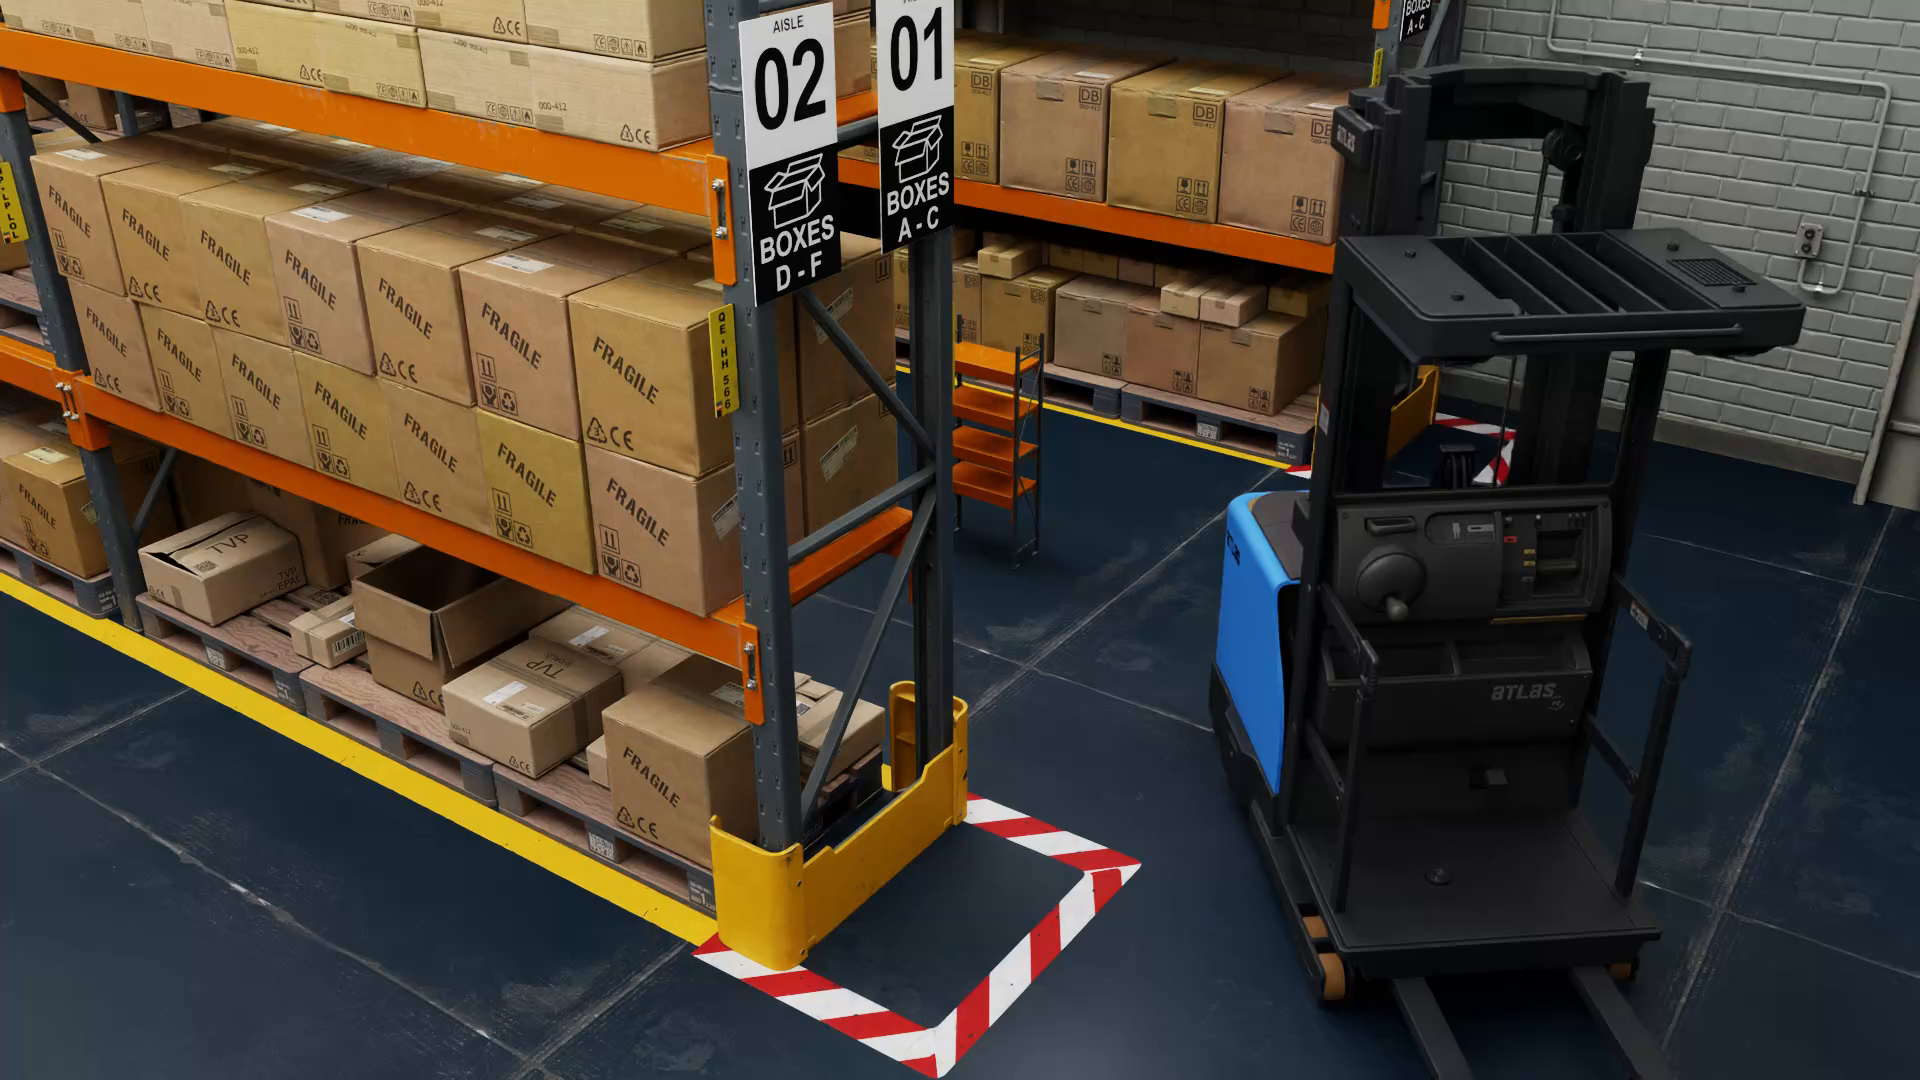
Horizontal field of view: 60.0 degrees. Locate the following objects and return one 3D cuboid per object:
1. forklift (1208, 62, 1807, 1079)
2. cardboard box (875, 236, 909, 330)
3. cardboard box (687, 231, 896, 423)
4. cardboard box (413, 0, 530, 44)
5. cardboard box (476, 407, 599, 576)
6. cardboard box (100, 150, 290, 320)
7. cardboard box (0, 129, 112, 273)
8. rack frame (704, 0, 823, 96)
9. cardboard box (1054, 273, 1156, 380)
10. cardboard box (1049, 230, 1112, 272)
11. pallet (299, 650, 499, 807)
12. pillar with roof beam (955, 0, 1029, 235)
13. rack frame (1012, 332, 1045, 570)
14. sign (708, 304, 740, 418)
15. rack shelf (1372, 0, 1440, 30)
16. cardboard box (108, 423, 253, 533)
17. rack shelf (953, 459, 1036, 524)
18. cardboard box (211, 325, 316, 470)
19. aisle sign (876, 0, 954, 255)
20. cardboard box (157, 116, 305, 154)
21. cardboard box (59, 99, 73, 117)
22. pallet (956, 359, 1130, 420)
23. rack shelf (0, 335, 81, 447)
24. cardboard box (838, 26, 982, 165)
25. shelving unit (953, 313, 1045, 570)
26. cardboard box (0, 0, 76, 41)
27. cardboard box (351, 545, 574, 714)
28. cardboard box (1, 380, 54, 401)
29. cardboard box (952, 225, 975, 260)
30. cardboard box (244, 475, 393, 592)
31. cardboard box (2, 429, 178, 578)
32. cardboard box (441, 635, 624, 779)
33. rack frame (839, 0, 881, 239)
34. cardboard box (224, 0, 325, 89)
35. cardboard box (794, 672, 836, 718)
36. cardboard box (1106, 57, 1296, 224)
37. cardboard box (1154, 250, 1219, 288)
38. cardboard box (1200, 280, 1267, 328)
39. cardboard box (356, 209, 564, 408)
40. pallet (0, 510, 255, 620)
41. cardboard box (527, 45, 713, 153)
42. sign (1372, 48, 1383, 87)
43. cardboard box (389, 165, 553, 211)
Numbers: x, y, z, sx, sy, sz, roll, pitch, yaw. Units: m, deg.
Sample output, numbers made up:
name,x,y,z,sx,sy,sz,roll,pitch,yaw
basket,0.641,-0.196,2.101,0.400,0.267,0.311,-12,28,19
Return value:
name,x,y,z,sx,sy,sz,roll,pitch,yaw
forklift,1.724,0.102,5.318,1.130,2.935,3.031,-2,27,-5
cardboard box,-0.292,-1.788,11.249,0.500,0.500,0.700,18,32,31
cardboard box,-0.572,-0.768,5.739,0.500,0.500,0.500,18,32,32
cardboard box,-1.335,-1.723,5.135,0.500,0.250,0.500,17,32,30
cardboard box,-1.308,-0.255,5.833,0.500,0.500,0.500,18,32,31
cardboard box,-2.998,-1.224,6.635,0.500,0.500,0.500,16,31,29
cardboard box,-4.519,-1.682,8.175,0.500,0.500,0.700,23,35,38
rack frame,-0.355,-2.739,4.210,0.127,3.000,1.000,17,32,30
cardboard box,0.985,-1.391,10.469,0.500,0.500,0.700,16,31,29
cardboard box,0.775,-1.855,10.667,0.250,0.149,0.380,17,31,29
pallet,-2.077,0.640,7.259,1.213,0.211,1.003,17,32,30
pillar with roof beam,-2.221,-4.153,6.989,0.400,9.000,9.100,17,32,30
rack frame,0.338,-0.430,8.271,0.015,1.200,0.240,17,32,30
sign,-0.686,-0.520,4.839,0.005,0.325,0.100,17,32,30
rack shelf,0.798,-3.448,9.704,4.000,0.370,1.077,17,32,30
cardboard box,-3.913,-0.390,8.479,0.500,0.500,0.500,16,31,28
rack shelf,0.136,-0.255,8.515,0.480,0.148,0.258,17,32,30
cardboard box,-2.551,-0.645,6.599,0.500,0.500,0.500,17,32,30
aisle sign,-0.133,-1.316,5.163,0.004,0.787,0.394,17,32,30
cardboard box,-3.089,-1.549,7.275,0.500,0.500,0.500,17,32,31
cardboard box,-8.752,-4.343,16.635,0.250,0.149,0.380,15,30,26
pallet,0.742,-1.165,10.806,1.213,0.211,1.003,17,32,30
rack shelf,-5.301,-1.285,8.762,4.000,0.370,1.077,17,32,30
cardboard box,-0.413,-2.934,10.876,0.700,0.700,0.980,18,32,31
shelving unit,0.136,-0.492,8.394,0.503,1.200,0.258,17,32,30
cardboard box,-3.391,-2.145,6.516,0.500,0.250,0.500,17,32,30
cardboard box,-2.101,0.305,7.111,0.637,0.503,0.797,17,32,30
cardboard box,-4.737,-0.981,8.814,0.500,0.250,0.500,17,32,30
cardboard box,-0.113,-1.921,10.795,0.250,0.149,0.380,19,32,32
cardboard box,-3.022,-0.134,7.977,0.500,0.500,0.500,17,32,30
cardboard box,-4.221,-0.194,8.095,0.500,0.500,0.500,17,32,30
cardboard box,-1.709,0.661,6.690,0.500,0.250,0.500,17,32,30
rack frame,-0.851,-2.945,11.230,0.127,3.000,1.000,17,32,30
cardboard box,-2.156,-1.759,5.757,0.500,0.250,0.500,17,32,30
cardboard box,-0.712,0.701,6.704,0.250,0.166,0.380,17,32,30
cardboard box,1.414,-2.362,9.753,0.700,0.700,0.980,17,32,30
cardboard box,1.405,-1.660,10.282,0.250,0.149,0.380,18,32,31
cardboard box,1.604,-1.388,9.747,0.250,0.149,0.380,17,31,30
cardboard box,-1.725,-0.828,5.856,0.500,0.500,0.500,18,32,32
pallet,-4.344,-0.044,8.604,1.213,0.211,1.003,17,32,30
cardboard box,-0.928,-1.369,4.990,0.500,0.250,0.500,17,32,30
sign,2.128,-2.340,8.504,0.005,0.325,0.100,17,32,30
cardboard box,-1.836,-1.160,6.509,0.500,0.500,0.500,17,32,30
